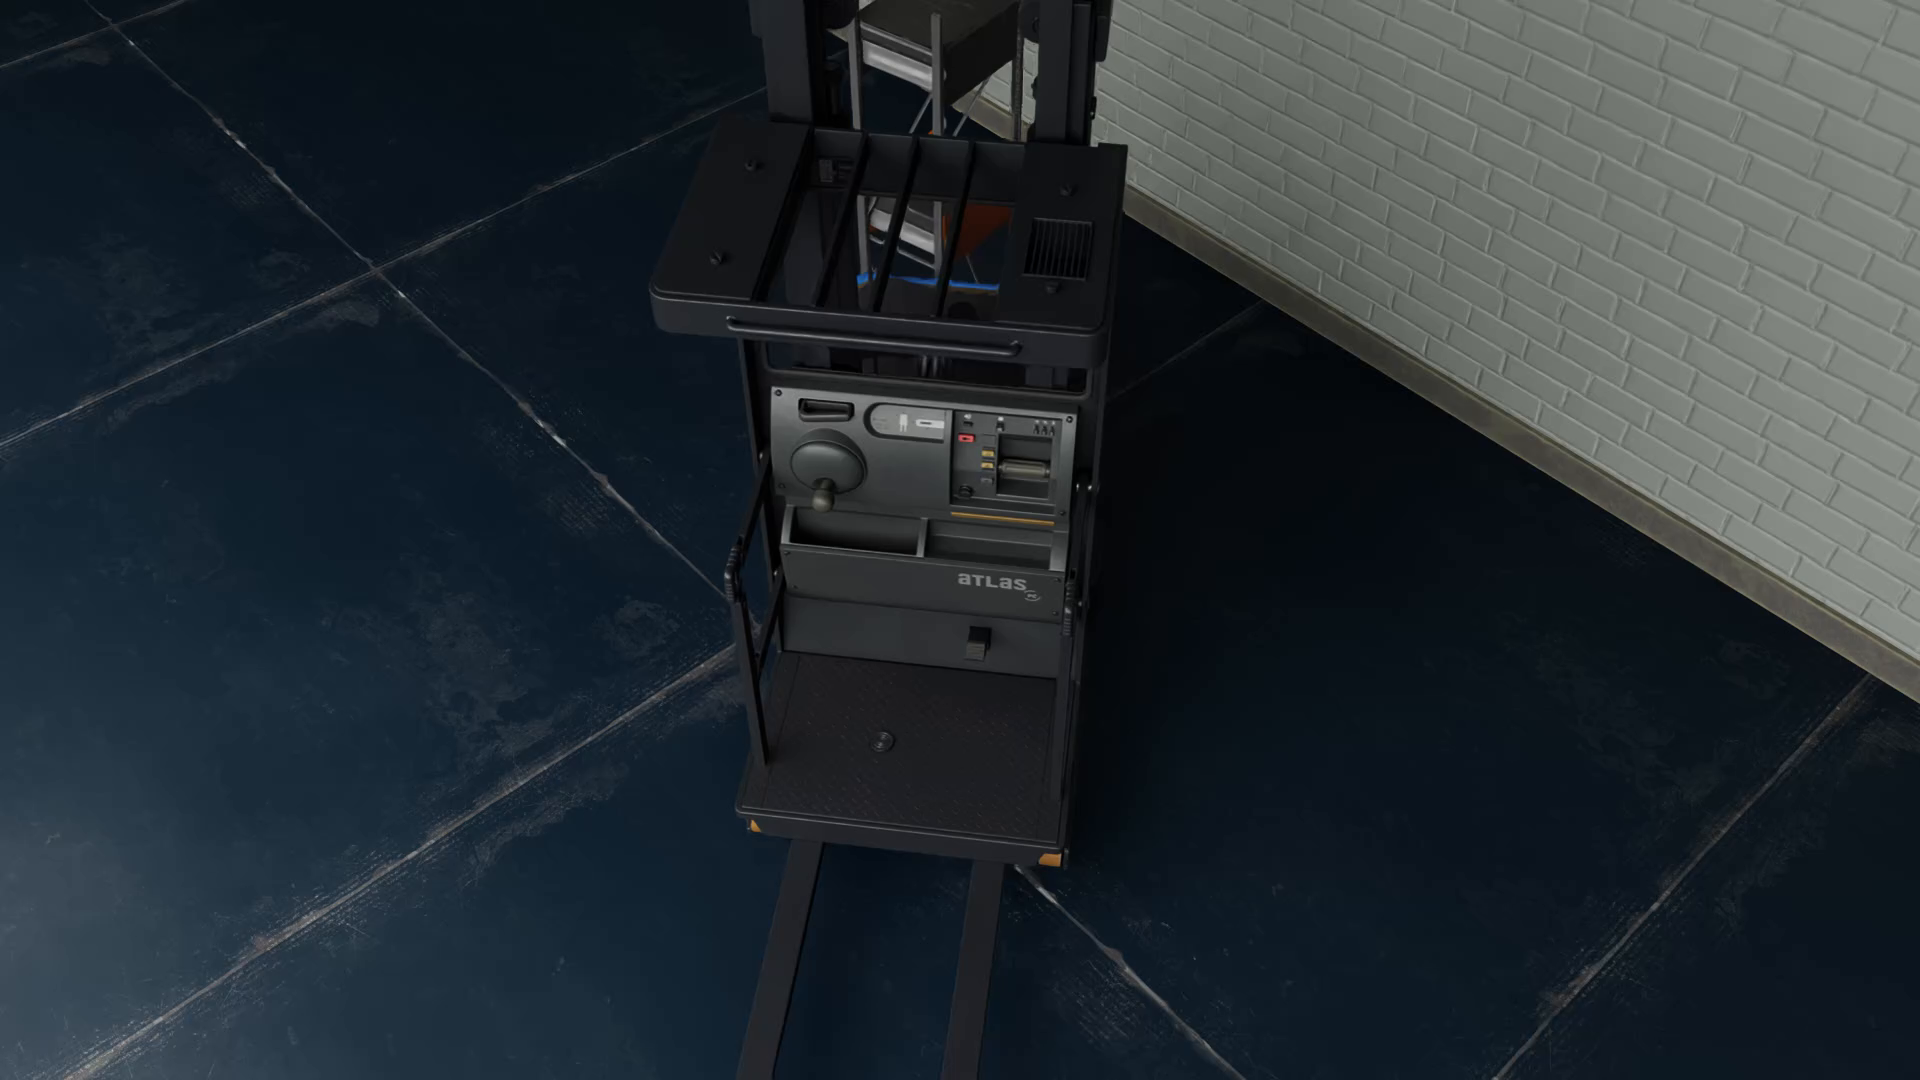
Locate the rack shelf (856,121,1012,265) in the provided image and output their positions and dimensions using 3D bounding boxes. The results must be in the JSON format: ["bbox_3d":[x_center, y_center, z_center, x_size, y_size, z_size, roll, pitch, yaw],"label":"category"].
[{"bbox_3d":[-0.080,-1.237,6.481,0.431,0.518,0.480,28,53,24],"label":"rack shelf"}]

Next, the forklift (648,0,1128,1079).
[{"bbox_3d":[-0.140,-0.157,4.901,1.130,2.935,3.031,6,48,5],"label":"forklift"}]

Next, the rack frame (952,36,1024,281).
[{"bbox_3d":[0.064,-1.390,6.604,0.400,2.100,0.015,28,53,24],"label":"rack frame"}]

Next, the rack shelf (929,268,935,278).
[{"bbox_3d":[-0.080,-0.762,6.995,0.431,0.518,0.480,28,53,24],"label":"rack shelf"}]

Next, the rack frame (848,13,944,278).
[{"bbox_3d":[-0.225,-1.101,6.338,0.400,2.100,0.015,28,53,24],"label":"rack frame"}]

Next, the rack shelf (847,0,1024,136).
[{"bbox_3d":[-0.080,-1.711,5.966,0.431,0.518,0.480,28,53,24],"label":"rack shelf"}]

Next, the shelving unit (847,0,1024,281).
[{"bbox_3d":[-0.080,-1.246,6.471,0.431,2.100,0.503,28,53,24],"label":"shelving unit"}]
